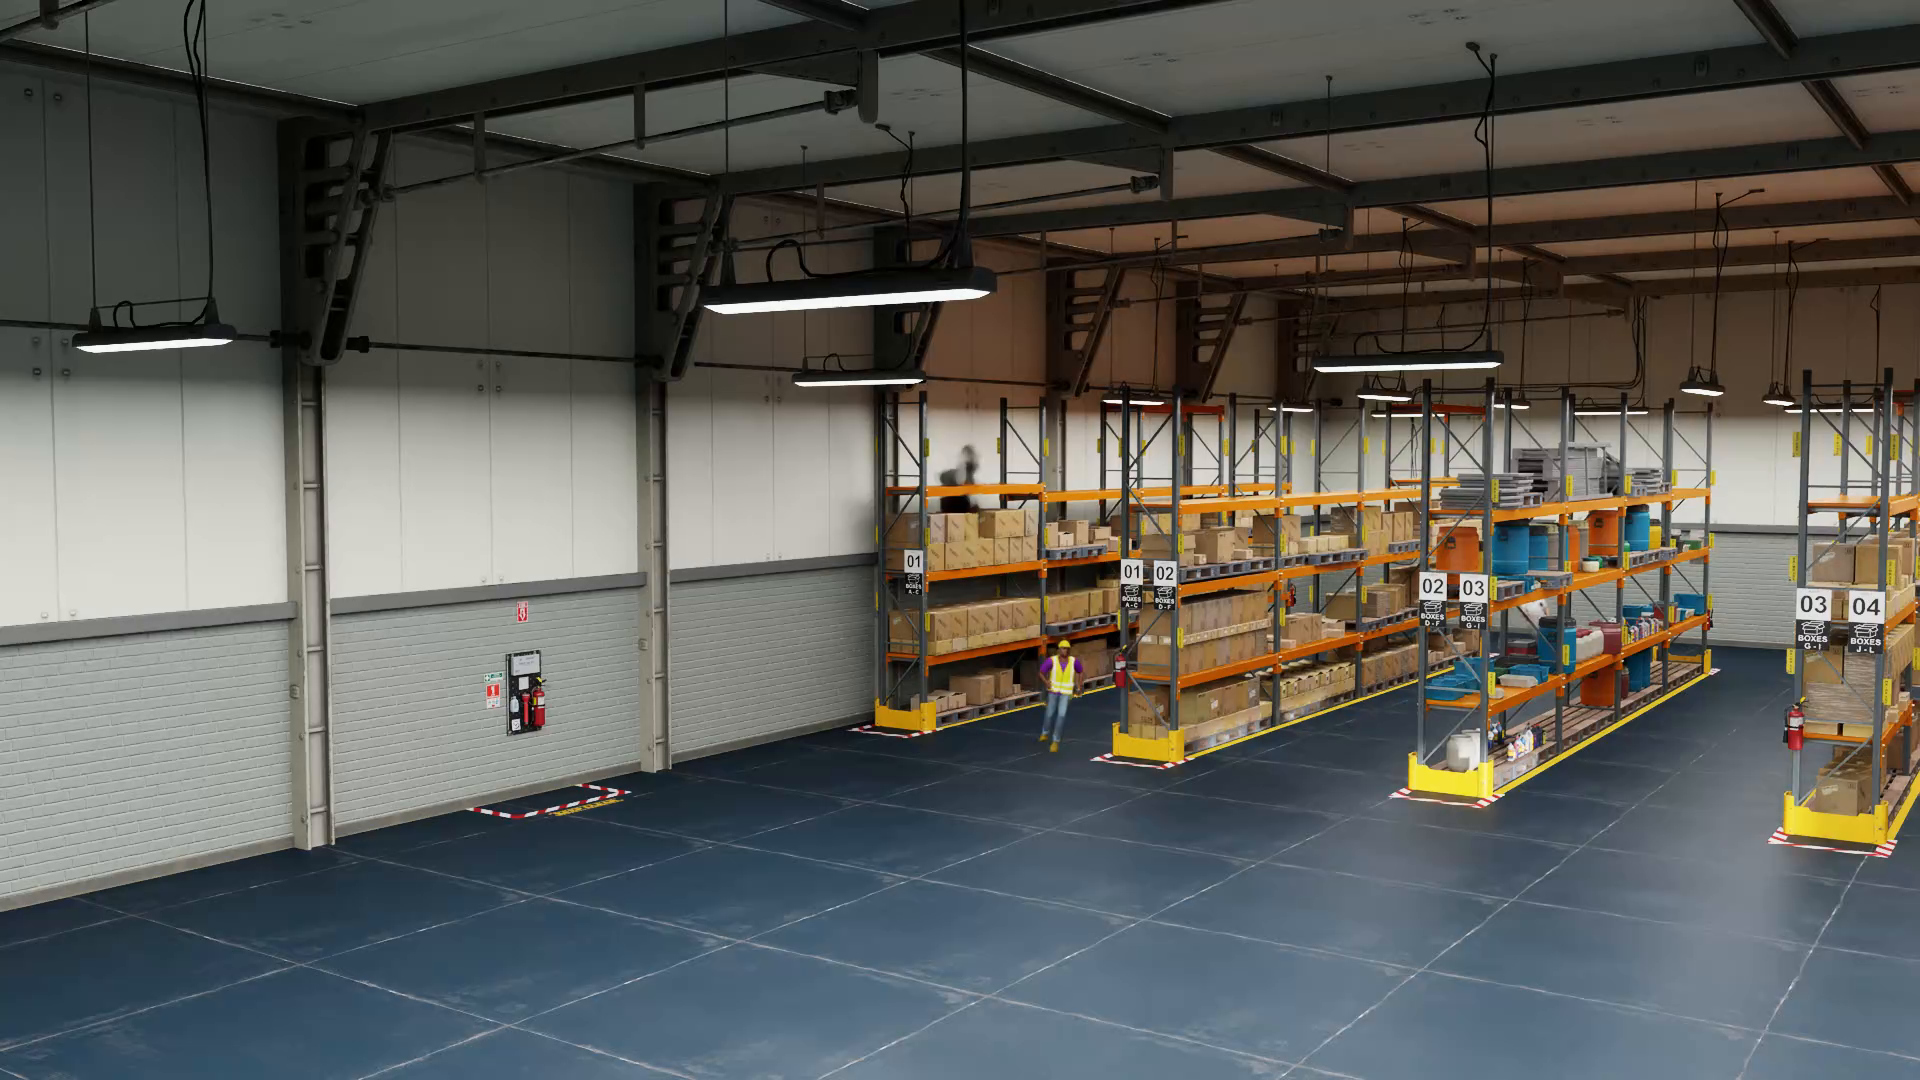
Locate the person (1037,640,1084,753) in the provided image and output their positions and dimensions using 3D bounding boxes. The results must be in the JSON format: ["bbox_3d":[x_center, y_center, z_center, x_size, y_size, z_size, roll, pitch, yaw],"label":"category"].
[{"bbox_3d":[1.645,2.530,27.232,0.758,1.787,0.819,0,3,4],"label":"person"}]

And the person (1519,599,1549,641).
[{"bbox_3d":[13.423,1.962,38.863,0.685,1.731,0.976,1,3,12],"label":"person"}]
